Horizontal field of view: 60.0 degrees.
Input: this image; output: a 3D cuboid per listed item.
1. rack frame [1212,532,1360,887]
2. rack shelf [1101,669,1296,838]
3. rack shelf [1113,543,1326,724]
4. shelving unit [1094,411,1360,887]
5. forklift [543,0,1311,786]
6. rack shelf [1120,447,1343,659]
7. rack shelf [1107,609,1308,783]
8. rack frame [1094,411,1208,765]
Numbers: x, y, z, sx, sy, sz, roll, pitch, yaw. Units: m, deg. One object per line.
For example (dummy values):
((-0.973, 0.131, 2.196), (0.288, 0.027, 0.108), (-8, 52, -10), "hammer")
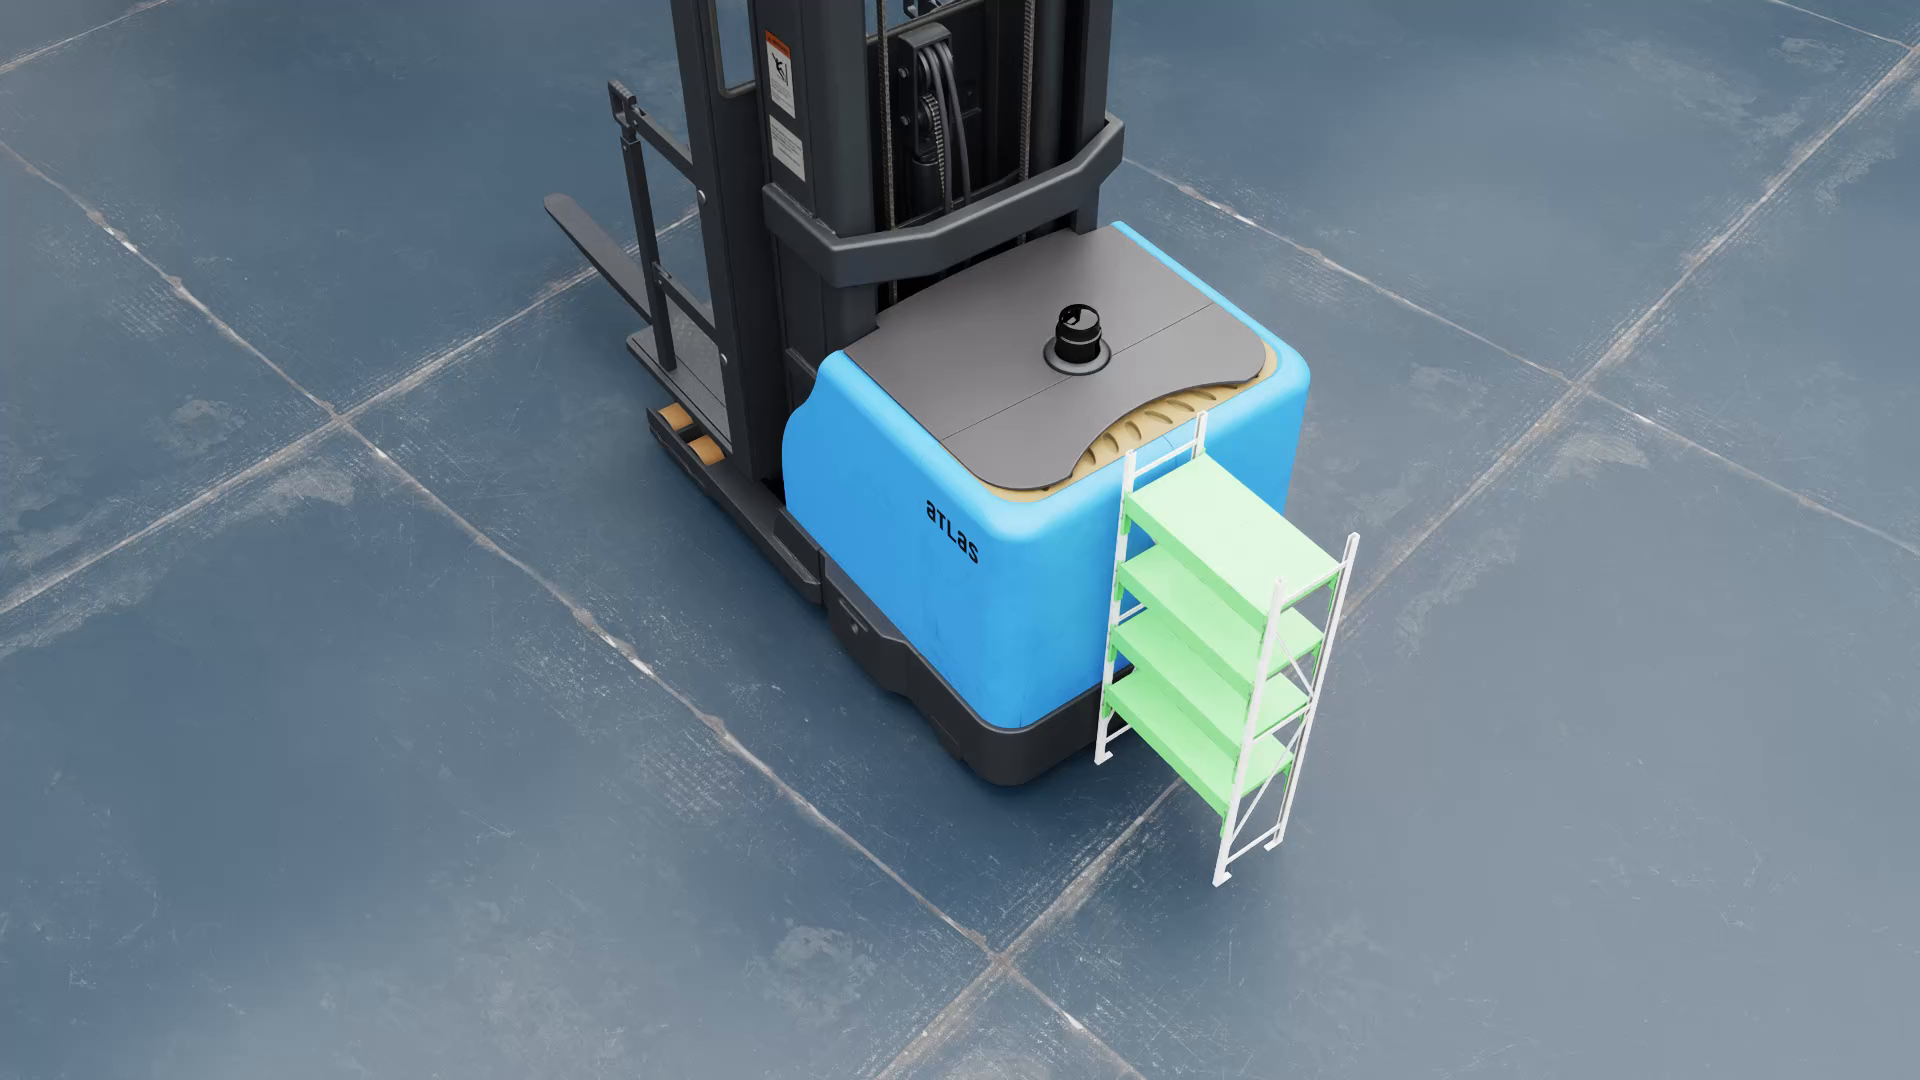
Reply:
((0.768, 0.450, 4.005), (0.240, 1.200, 0.015), (-28, 53, -24), "rack frame")
((0.623, 0.515, 4.360), (0.258, 0.148, 0.480), (-28, 53, -24), "rack shelf")
((0.623, 0.186, 4.010), (0.258, 0.148, 0.480), (-28, 53, -24), "rack shelf")
((0.623, 0.307, 4.139), (0.258, 1.200, 0.503), (-28, 53, -24), "shelving unit")
((-0.370, -1.368, 4.524), (1.130, 2.935, 3.031), (-28, 53, -24), "forklift")
((0.623, 0.022, 3.836), (0.258, 0.148, 0.480), (-28, 53, -24), "rack shelf")
((0.623, 0.351, 4.185), (0.258, 0.148, 0.480), (-28, 53, -24), "rack shelf")
((0.478, 0.164, 4.273), (0.240, 1.200, 0.015), (-28, 53, -24), "rack frame")
